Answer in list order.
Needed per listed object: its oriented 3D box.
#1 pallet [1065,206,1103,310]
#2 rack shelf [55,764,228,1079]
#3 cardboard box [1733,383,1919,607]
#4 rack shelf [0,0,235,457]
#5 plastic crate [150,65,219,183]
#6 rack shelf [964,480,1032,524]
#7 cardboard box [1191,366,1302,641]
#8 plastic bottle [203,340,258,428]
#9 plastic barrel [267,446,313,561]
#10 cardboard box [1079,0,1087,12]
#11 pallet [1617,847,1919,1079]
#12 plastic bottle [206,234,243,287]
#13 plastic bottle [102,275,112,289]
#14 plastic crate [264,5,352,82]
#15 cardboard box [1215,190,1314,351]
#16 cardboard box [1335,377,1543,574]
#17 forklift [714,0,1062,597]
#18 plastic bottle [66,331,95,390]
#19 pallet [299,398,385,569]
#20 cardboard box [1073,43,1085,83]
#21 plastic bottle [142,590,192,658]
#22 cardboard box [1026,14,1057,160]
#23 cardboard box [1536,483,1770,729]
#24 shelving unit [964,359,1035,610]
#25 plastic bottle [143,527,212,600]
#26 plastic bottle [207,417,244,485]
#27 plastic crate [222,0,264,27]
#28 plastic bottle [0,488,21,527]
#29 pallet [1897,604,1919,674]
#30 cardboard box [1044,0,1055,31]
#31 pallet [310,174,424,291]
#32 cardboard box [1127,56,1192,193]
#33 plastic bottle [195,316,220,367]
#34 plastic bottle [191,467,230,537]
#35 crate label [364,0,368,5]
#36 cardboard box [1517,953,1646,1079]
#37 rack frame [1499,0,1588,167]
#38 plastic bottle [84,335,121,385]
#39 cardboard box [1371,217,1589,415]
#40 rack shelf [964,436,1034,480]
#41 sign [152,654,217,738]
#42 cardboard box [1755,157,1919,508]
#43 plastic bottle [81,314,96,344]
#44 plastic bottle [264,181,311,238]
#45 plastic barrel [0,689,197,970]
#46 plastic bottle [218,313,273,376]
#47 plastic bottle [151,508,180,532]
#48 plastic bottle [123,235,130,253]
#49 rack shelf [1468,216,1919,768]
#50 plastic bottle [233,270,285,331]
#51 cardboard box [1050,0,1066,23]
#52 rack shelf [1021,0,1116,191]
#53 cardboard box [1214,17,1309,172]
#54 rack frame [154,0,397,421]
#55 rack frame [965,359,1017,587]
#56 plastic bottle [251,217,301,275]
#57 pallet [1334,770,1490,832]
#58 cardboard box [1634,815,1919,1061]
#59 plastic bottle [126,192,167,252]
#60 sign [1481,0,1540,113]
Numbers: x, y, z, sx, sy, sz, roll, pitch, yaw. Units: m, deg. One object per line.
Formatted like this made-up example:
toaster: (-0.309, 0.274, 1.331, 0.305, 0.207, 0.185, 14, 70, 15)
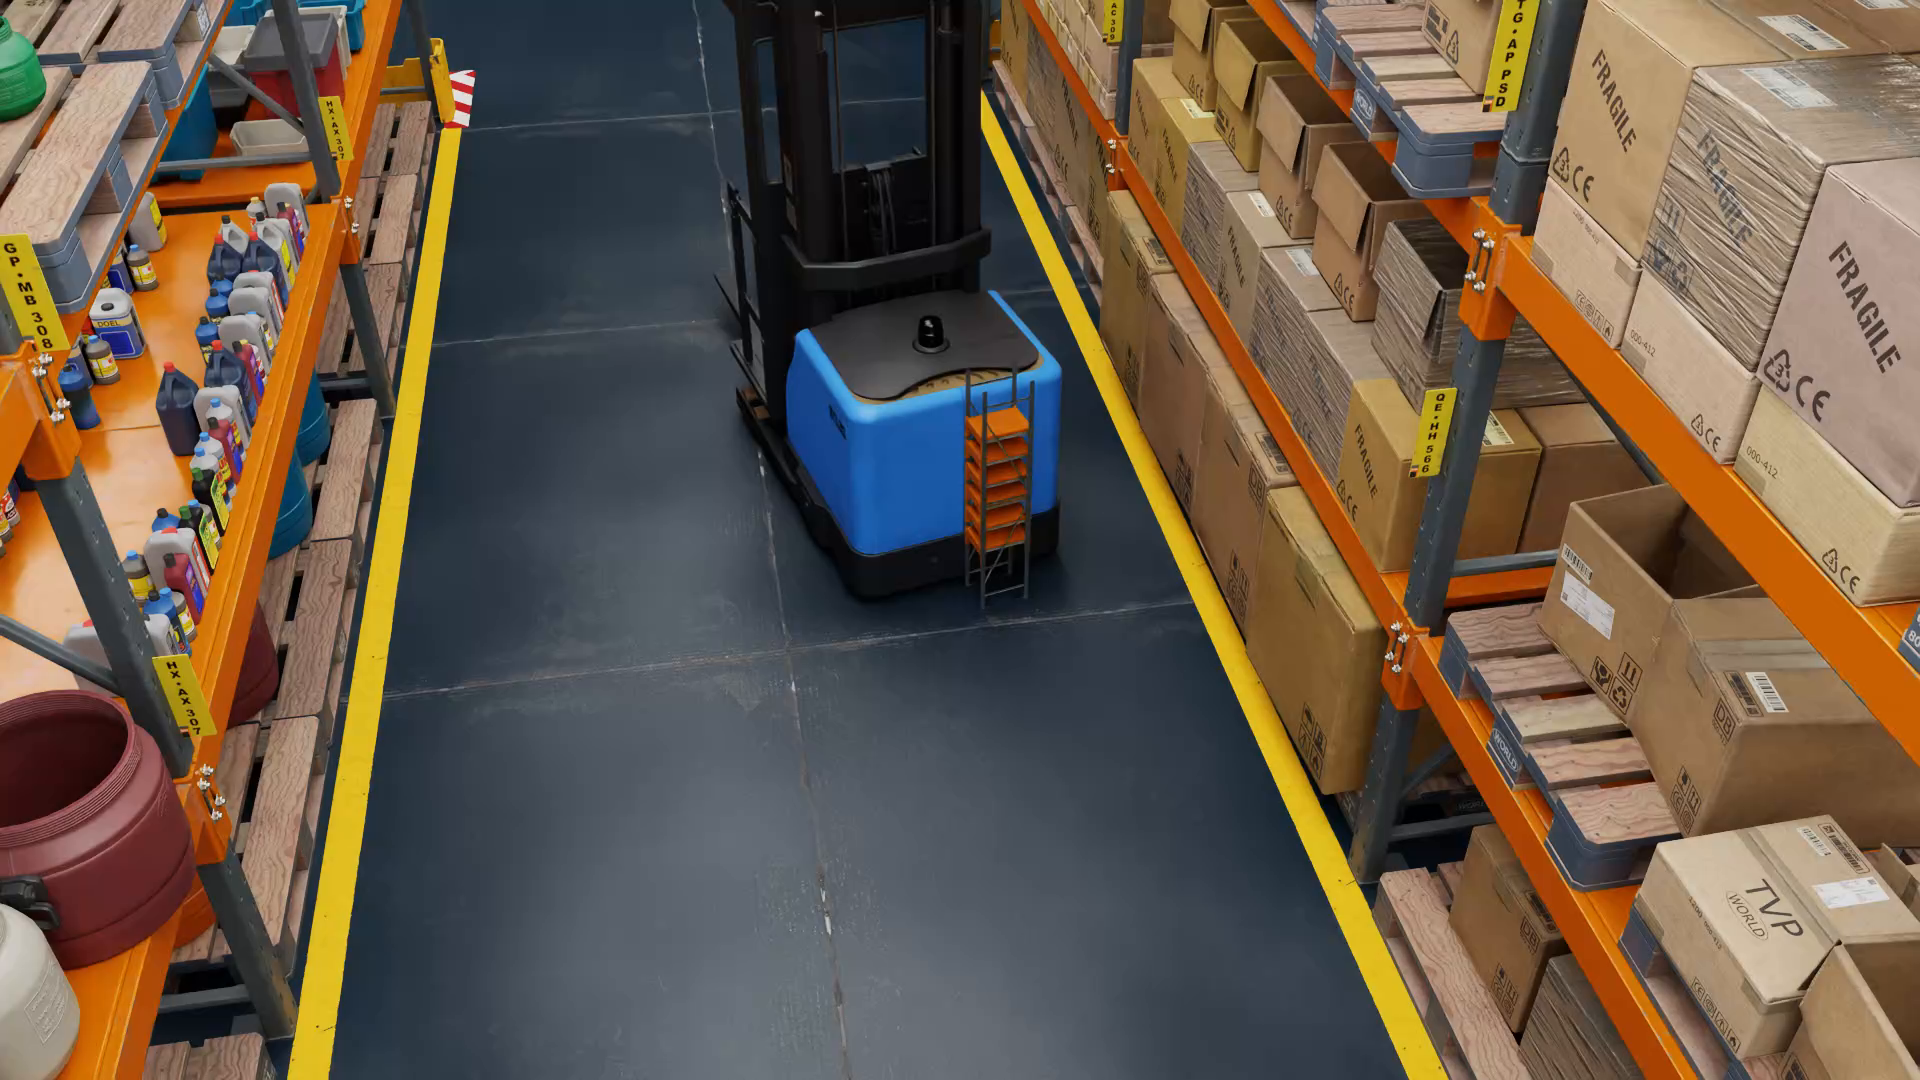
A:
pallet: (1.263, -1.719, 10.190, 1.003, 0.211, 1.213, -6, 38, -8)
rack shelf: (-2.505, 2.089, 3.603, 1.077, 0.370, 4.000, -6, 38, -8)
cardboard box: (2.042, -0.131, 3.550, 0.500, 0.250, 0.500, -5, 38, -7)
rack shelf: (-3.206, -1.512, 5.792, 1.077, 0.370, 4.000, -6, 38, -8)
plastic crate: (-3.974, -2.082, 8.349, 0.392, 0.384, 0.575, -6, 38, -8)
rack shelf: (0.171, -0.192, 7.492, 0.258, 0.103, 0.180, -14, 40, -18)
cardboard box: (1.772, -0.221, 7.379, 1.225, 0.875, 0.875, -6, 38, -8)
plastic bottle: (-2.880, -0.615, 6.536, 0.144, 0.351, 0.185, -6, 38, -8)
plastic barrel: (-3.354, -0.399, 7.586, 0.600, 0.901, 0.708, -6, 38, -8)
cardboard box: (0.892, -3.259, 9.168, 0.500, 0.500, 0.500, -6, 38, -7)
pallet: (2.408, 1.331, 4.148, 1.003, 0.211, 1.213, -6, 38, -8)
plastic bottle: (-3.183, -1.153, 7.229, 0.144, 0.351, 0.185, -6, 38, -8)
plastic bottle: (-3.793, -1.154, 7.295, 0.097, 0.271, 0.097, 0, 38, 0)
plastic crate: (-3.643, -2.738, 9.278, 0.437, 0.282, 0.530, -6, 38, -8)
cardboard box: (1.426, -1.170, 7.129, 0.500, 0.500, 0.500, -6, 38, -7)
cardboard box: (1.690, -0.247, 5.942, 0.500, 0.500, 0.500, -5, 38, -7)
forklift: (-0.559, -1.798, 8.075, 1.130, 2.935, 3.031, -14, 40, -18)
plastic bottle: (-3.648, -0.751, 6.772, 0.152, 0.276, 0.135, -6, 38, -8)
pallet: (-3.462, -0.248, 8.297, 1.003, 0.211, 1.213, -6, 38, -8)
cardboard box: (0.853, -2.712, 9.401, 0.380, 0.149, 0.250, -7, 38, -9)
plastic bottle: (-2.606, 0.278, 5.452, 0.097, 0.271, 0.097, 0, 38, 0)
cardboard box: (0.969, -3.167, 11.172, 0.875, 0.875, 0.875, -6, 38, -8)
cardboard box: (2.155, 0.180, 5.049, 0.500, 0.500, 0.500, -11, 39, -14)
shelving unit: (0.171, -0.227, 7.465, 0.258, 1.200, 0.189, -14, 40, -18)
plastic bottle: (-2.694, 0.070, 5.716, 0.152, 0.276, 0.135, -6, 38, -8)
plastic bottle: (-2.771, -0.356, 6.259, 0.061, 0.283, 0.133, -6, 38, -8)
plastic crate: (-4.255, -3.032, 9.695, 0.416, 0.233, 0.300, -6, 38, -8)
plastic bottle: (-3.509, -0.146, 6.055, 0.097, 0.201, 0.097, 0, 38, 0)
pallet: (2.534, 0.359, 2.951, 1.213, 0.211, 1.003, -6, 38, -8)
cardboard box: (0.718, -3.178, 10.001, 0.380, 0.149, 0.250, -7, 38, -9)
pallet: (-3.941, -1.897, 10.419, 1.003, 0.211, 1.213, -6, 38, -8)
cardboard box: (1.154, -2.087, 8.310, 0.500, 0.500, 0.500, -6, 38, -8)
plastic bottle: (-3.072, -0.794, 6.832, 0.097, 0.271, 0.097, 0, 38, 0)
plastic bottle: (-2.713, -0.158, 6.004, 0.061, 0.283, 0.133, -6, 38, -8)
crate label: (-3.827, -3.340, 10.170, 0.396, 0.136, 0.243, -6, 38, -8)
cardboard box: (2.268, 1.613, 5.307, 0.700, 0.500, 0.500, -9, 39, -12)
rack frame: (2.021, -2.305, 3.782, 1.000, 3.000, 0.127, -6, 38, -8)
plastic bottle: (-3.528, -0.746, 6.827, 0.097, 0.201, 0.097, 0, 38, 0)
cardboard box: (1.909, -0.815, 5.855, 0.797, 0.503, 0.637, -5, 38, -6)
rack shelf: (0.171, -0.382, 7.345, 0.258, 0.103, 0.180, -14, 40, -18)
sign: (-2.315, 0.469, 4.969, 0.100, 0.325, 0.005, -6, 38, -8)
cardboard box: (2.030, -0.436, 3.333, 0.500, 0.500, 0.500, -7, 38, -9)
plastic bottle: (-3.688, -0.891, 6.953, 0.152, 0.276, 0.135, -6, 38, -8)
plastic bottle: (-3.169, -1.567, 7.823, 0.152, 0.276, 0.135, -6, 38, -8)
plastic barrel: (-2.476, 0.791, 4.577, 0.600, 0.536, 0.708, -6, 38, -8)
plastic bottle: (-2.953, -0.821, 6.862, 0.152, 0.276, 0.135, -6, 38, -8)
plastic bottle: (-2.747, 0.005, 5.803, 0.097, 0.271, 0.097, 0, 38, 0)
plastic bottle: (-3.889, -1.425, 7.635, 0.061, 0.283, 0.133, -6, 38, -8)
rack shelf: (2.371, 0.371, 3.368, 1.077, 0.370, 4.000, -6, 38, -8)
plastic bottle: (-3.017, -1.042, 7.147, 0.152, 0.276, 0.135, -6, 38, -8)
cardboard box: (0.801, -3.269, 9.793, 0.500, 0.250, 0.500, -5, 38, -7)
rack shelf: (0.969, -3.276, 10.508, 1.077, 0.370, 4.000, -6, 38, -8)
cardboard box: (1.549, -1.987, 7.364, 0.797, 0.503, 0.637, -6, 38, -7)
rack frame: (-3.557, -1.819, 8.047, 1.000, 3.000, 0.127, -6, 38, -8)
rack frame: (0.136, -0.279, 7.531, 0.240, 1.200, 0.006, -14, 40, -18)
plastic bottle: (-3.105, -1.347, 7.539, 0.152, 0.276, 0.135, -6, 38, -8)
pallet: (1.957, 0.681, 7.102, 1.003, 0.211, 1.213, -6, 38, -8)
cardboard box: (2.088, 0.994, 4.205, 0.500, 0.250, 0.500, -7, 38, -9)
plastic bottle: (-3.807, -1.528, 7.712, 0.144, 0.351, 0.185, -6, 38, -8)
sign: (1.473, -1.301, 4.449, 0.100, 0.325, 0.005, -6, 38, -8)
